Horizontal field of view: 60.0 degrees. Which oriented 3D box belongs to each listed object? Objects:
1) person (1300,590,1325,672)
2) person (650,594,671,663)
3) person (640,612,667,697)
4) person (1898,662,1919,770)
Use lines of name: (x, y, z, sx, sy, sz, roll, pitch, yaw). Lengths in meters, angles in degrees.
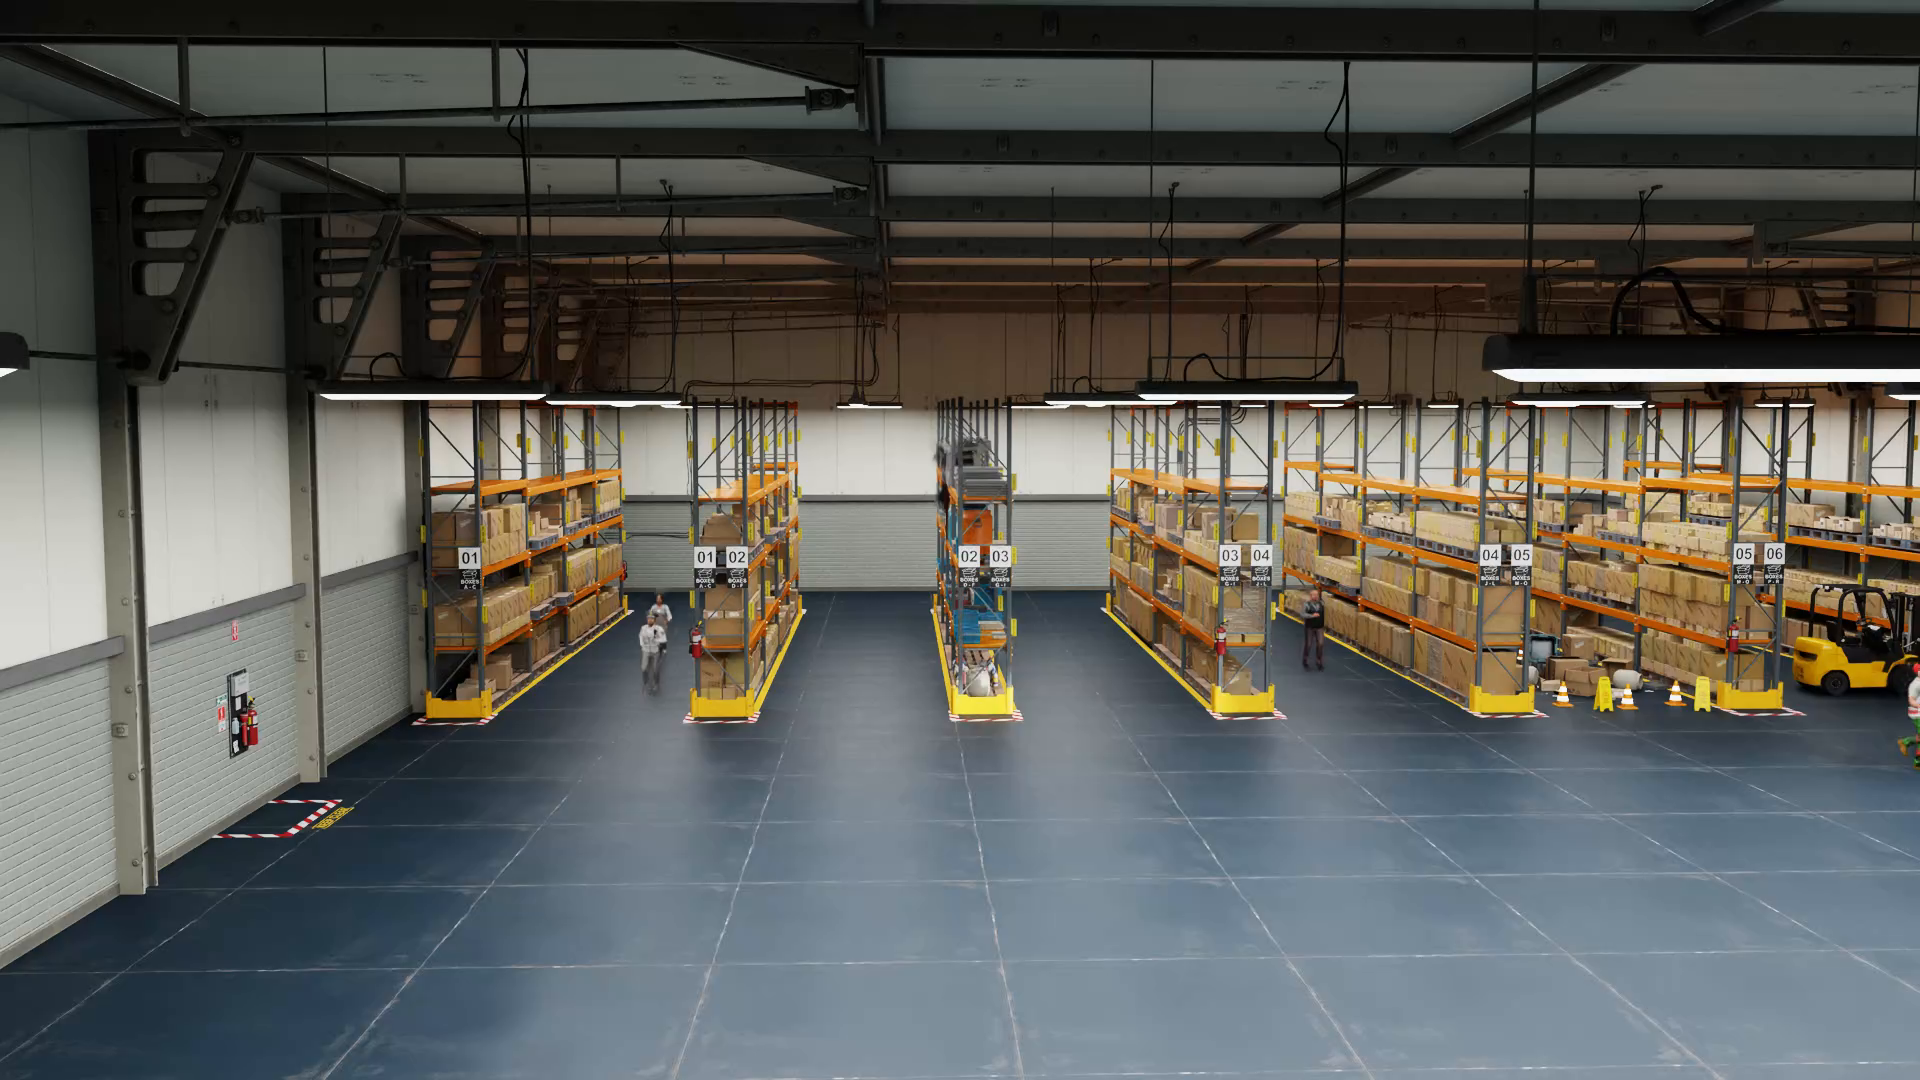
person: (7.843, 1.998, 36.958, 0.658, 1.777, 0.828, -1, 4, -8)
person: (-6.869, 2.013, 38.003, 0.537, 1.549, 0.594, 0, 4, -5)
person: (-6.204, 2.303, 33.621, 0.596, 1.748, 0.760, 0, 4, 0)
person: (15.315, 2.811, 26.553, 0.692, 1.744, 0.630, -4, 6, -45)
